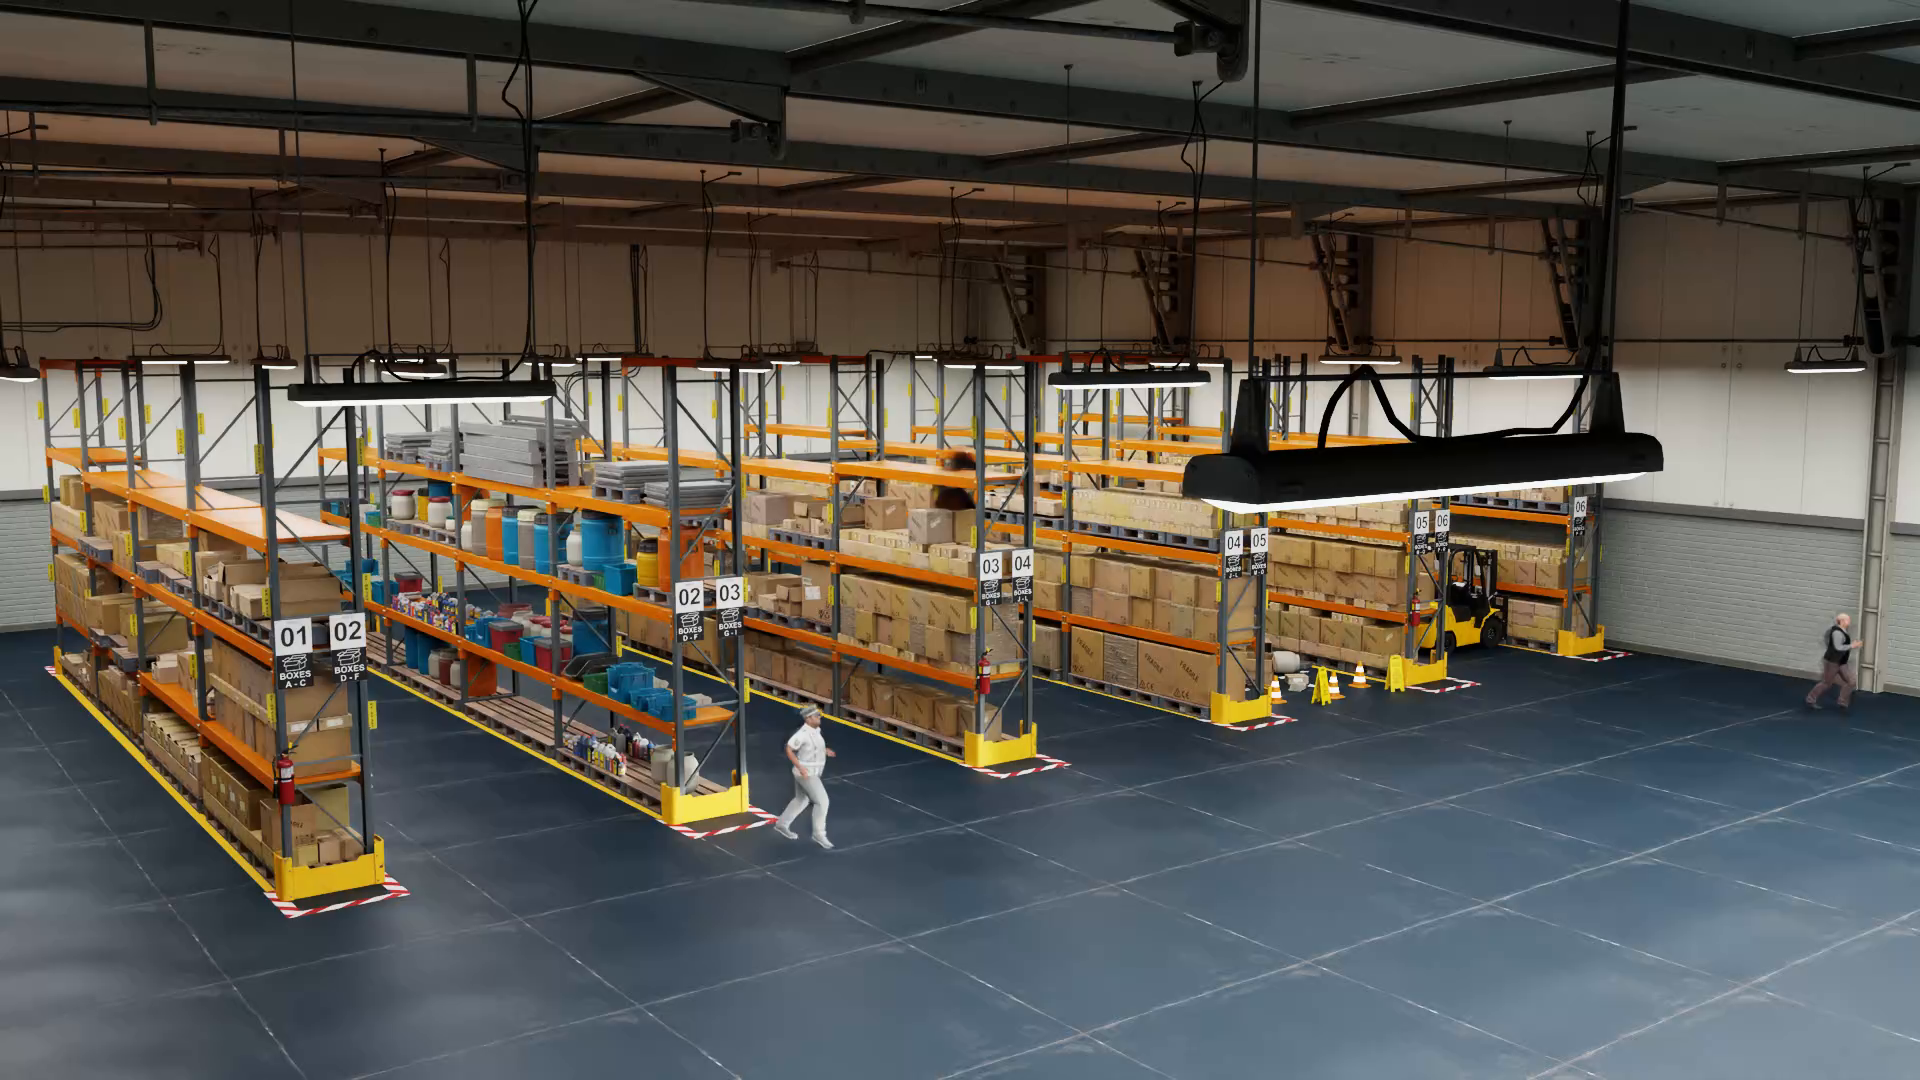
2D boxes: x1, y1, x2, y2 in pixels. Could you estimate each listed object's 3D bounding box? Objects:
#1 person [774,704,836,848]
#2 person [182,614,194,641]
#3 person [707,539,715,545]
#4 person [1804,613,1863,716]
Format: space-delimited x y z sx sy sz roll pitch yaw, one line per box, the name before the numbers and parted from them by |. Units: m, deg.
person | -1.958 2.956 20.900 0.801 1.851 0.649 0 7 2
person | -15.183 1.654 32.843 0.609 1.502 0.600 3 8 25
person | -6.006 0.794 39.792 0.529 1.595 0.666 -1 7 -10
person | 14.793 2.117 28.144 0.830 1.791 0.625 6 9 41
